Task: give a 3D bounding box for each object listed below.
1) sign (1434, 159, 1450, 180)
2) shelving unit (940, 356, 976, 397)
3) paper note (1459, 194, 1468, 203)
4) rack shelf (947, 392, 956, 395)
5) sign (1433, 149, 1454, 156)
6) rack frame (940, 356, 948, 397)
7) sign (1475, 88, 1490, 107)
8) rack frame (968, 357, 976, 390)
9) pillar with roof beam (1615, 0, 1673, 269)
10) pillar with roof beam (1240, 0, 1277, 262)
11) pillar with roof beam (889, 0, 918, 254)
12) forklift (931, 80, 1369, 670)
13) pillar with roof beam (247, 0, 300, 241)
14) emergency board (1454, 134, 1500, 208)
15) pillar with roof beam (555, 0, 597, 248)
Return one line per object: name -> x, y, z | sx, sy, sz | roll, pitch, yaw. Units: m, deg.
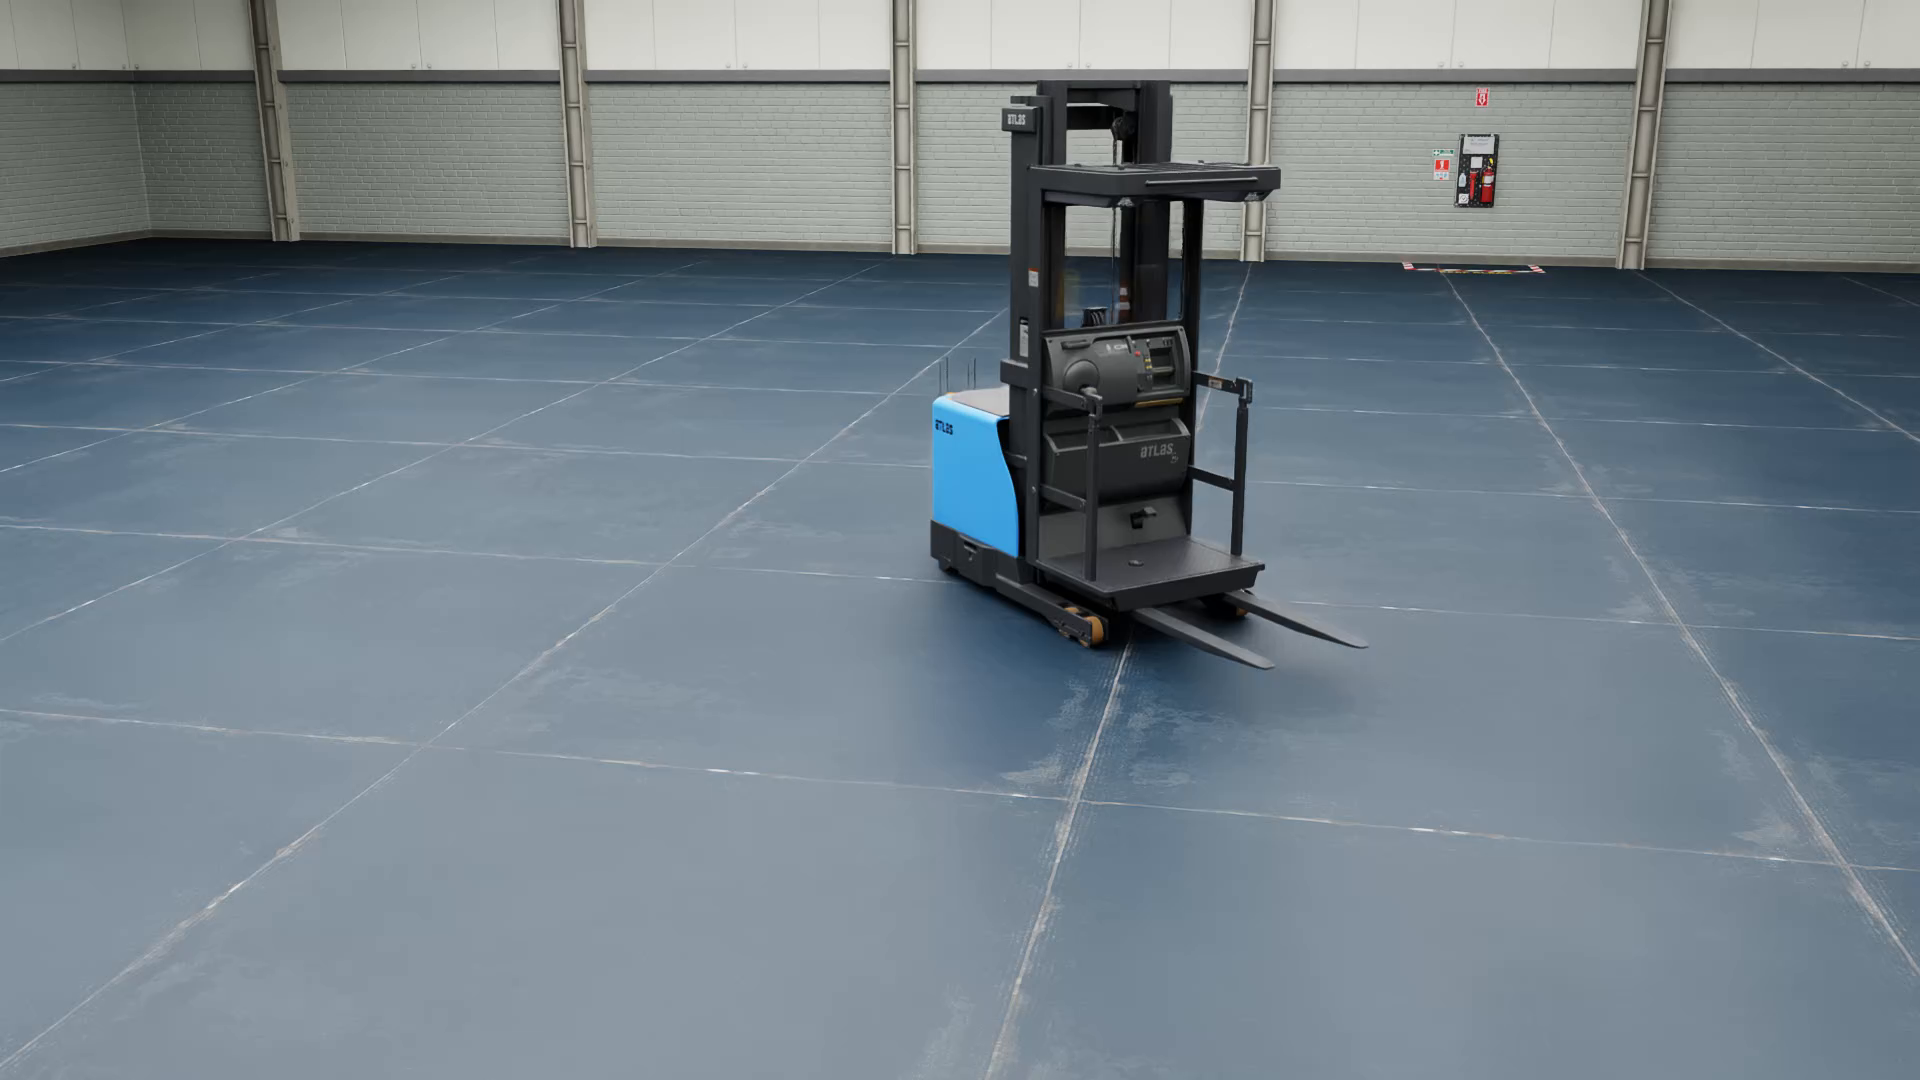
sign -> 7.861, -6.045, 27.129 | 0.234, 0.329, 0.001 | 3, 16, 11
shelving unit -> -0.014, -0.579, 10.835 | 0.189, 1.200, 0.258 | 3, 16, 11
paper note -> 8.222, -5.574, 27.147 | 0.142, 0.148, 0.016 | 3, 16, 11
rack shelf -> -0.014, -0.883, 10.750 | 0.180, 0.103, 0.258 | 3, 16, 11
sign -> 7.864, -6.298, 27.049 | 0.331, 0.109, 0.001 | 3, 16, 11
rack frame -> -0.104, -0.584, 10.852 | 0.006, 1.200, 0.240 | 3, 16, 11
sign -> 8.394, -7.115, 26.717 | 0.199, 0.298, 0.001 | 3, 16, 11
rack frame -> 0.075, -0.574, 10.817 | 0.006, 1.200, 0.240 | 3, 16, 11
pillar with roof beam -> 9.938, -7.595, 21.554 | 0.400, 9.000, 9.100 | 3, 16, 11
pillar with roof beam -> 4.059, -7.914, 22.706 | 0.400, 9.000, 9.100 | 3, 16, 11
pillar with roof beam -> -1.821, -8.233, 23.858 | 0.400, 9.000, 9.100 | 3, 16, 11
forklift -> 0.990, -0.978, 9.032 | 1.130, 2.935, 3.031 | -9, 18, -29
pillar with roof beam -> -13.580, -8.872, 26.163 | 0.400, 9.000, 9.100 | 3, 16, 11
emergency board -> 8.382, -5.972, 26.931 | 0.643, 1.169, 0.194 | 3, 16, 11
pillar with roof beam -> -7.701, -8.553, 25.010 | 0.400, 9.000, 9.100 | 3, 16, 11
